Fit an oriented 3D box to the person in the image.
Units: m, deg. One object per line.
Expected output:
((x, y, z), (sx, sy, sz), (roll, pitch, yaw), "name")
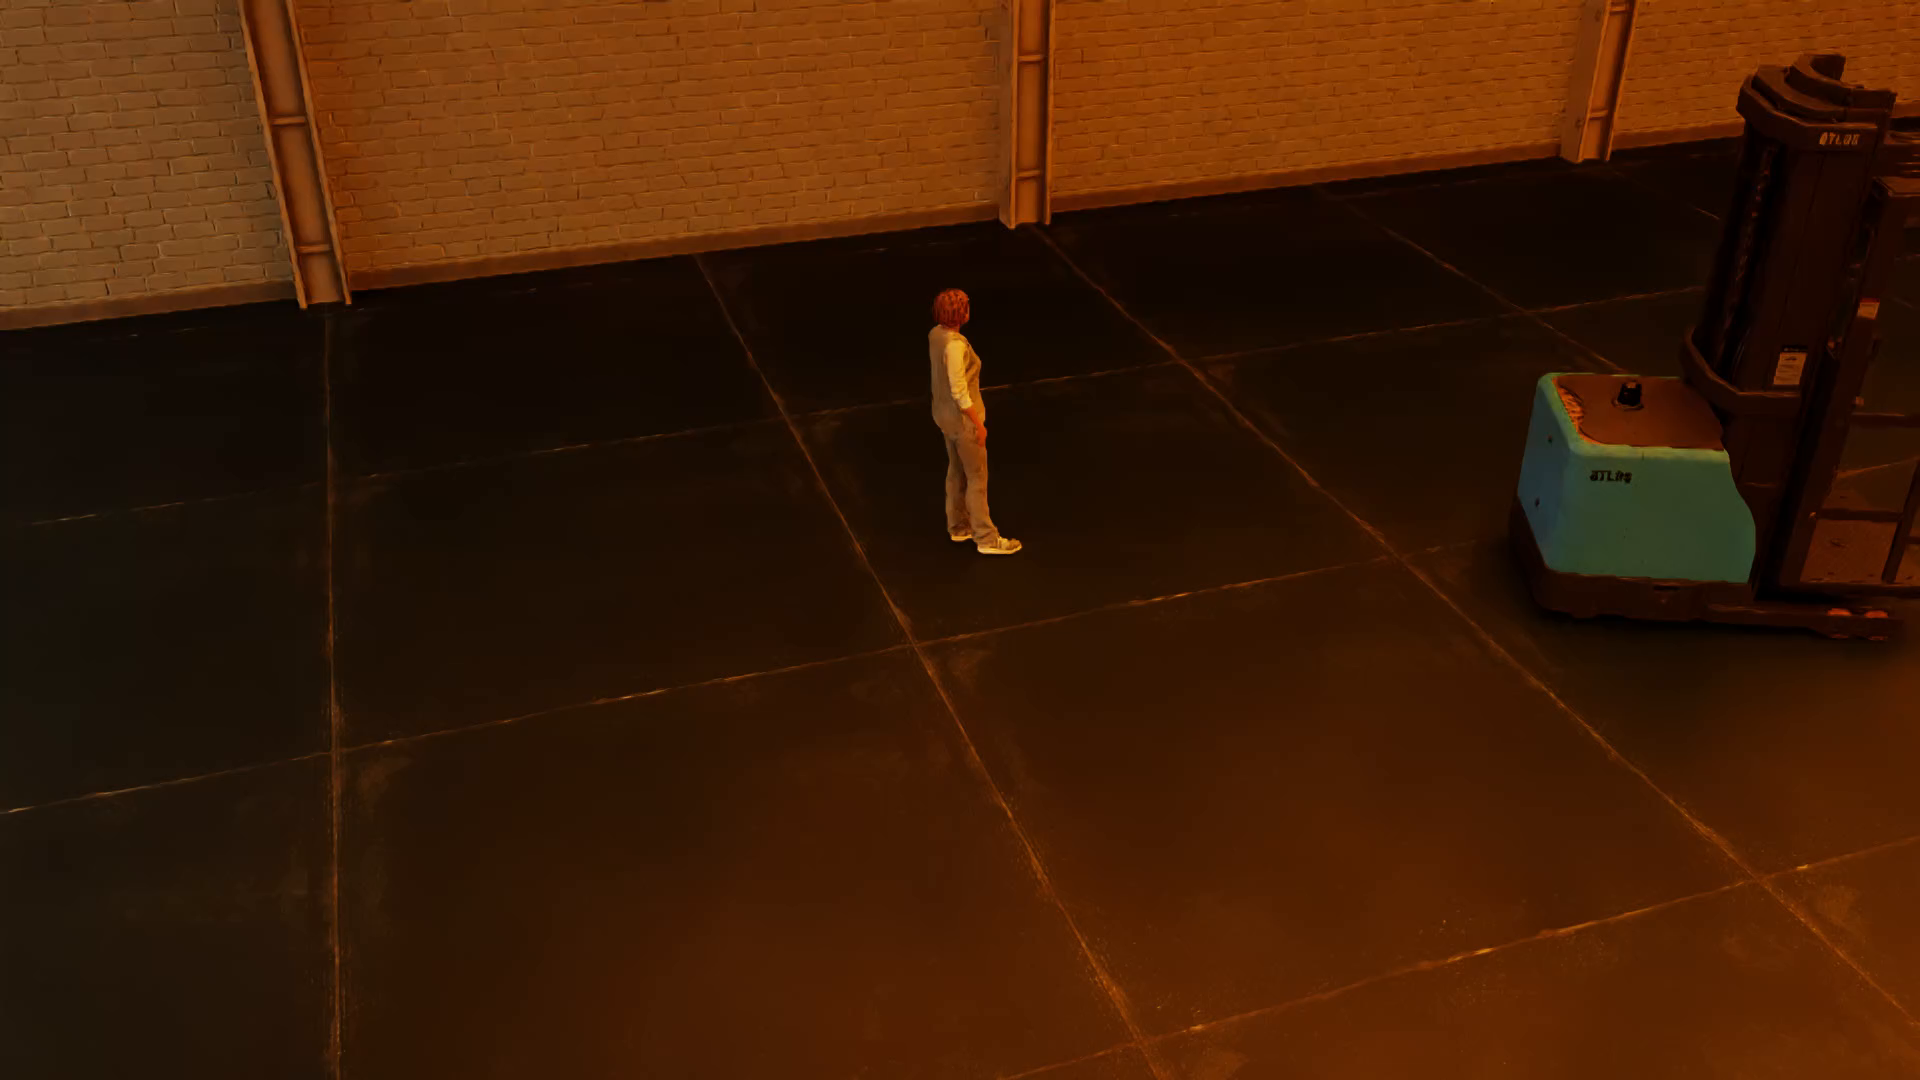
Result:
((0.075, -0.703, 9.633), (0.474, 1.597, 0.521), (-10, 31, -16), "person")

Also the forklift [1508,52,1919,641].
((4.766, -1.001, 8.826), (3.031, 2.935, 1.130), (3, 30, 5), "forklift")
